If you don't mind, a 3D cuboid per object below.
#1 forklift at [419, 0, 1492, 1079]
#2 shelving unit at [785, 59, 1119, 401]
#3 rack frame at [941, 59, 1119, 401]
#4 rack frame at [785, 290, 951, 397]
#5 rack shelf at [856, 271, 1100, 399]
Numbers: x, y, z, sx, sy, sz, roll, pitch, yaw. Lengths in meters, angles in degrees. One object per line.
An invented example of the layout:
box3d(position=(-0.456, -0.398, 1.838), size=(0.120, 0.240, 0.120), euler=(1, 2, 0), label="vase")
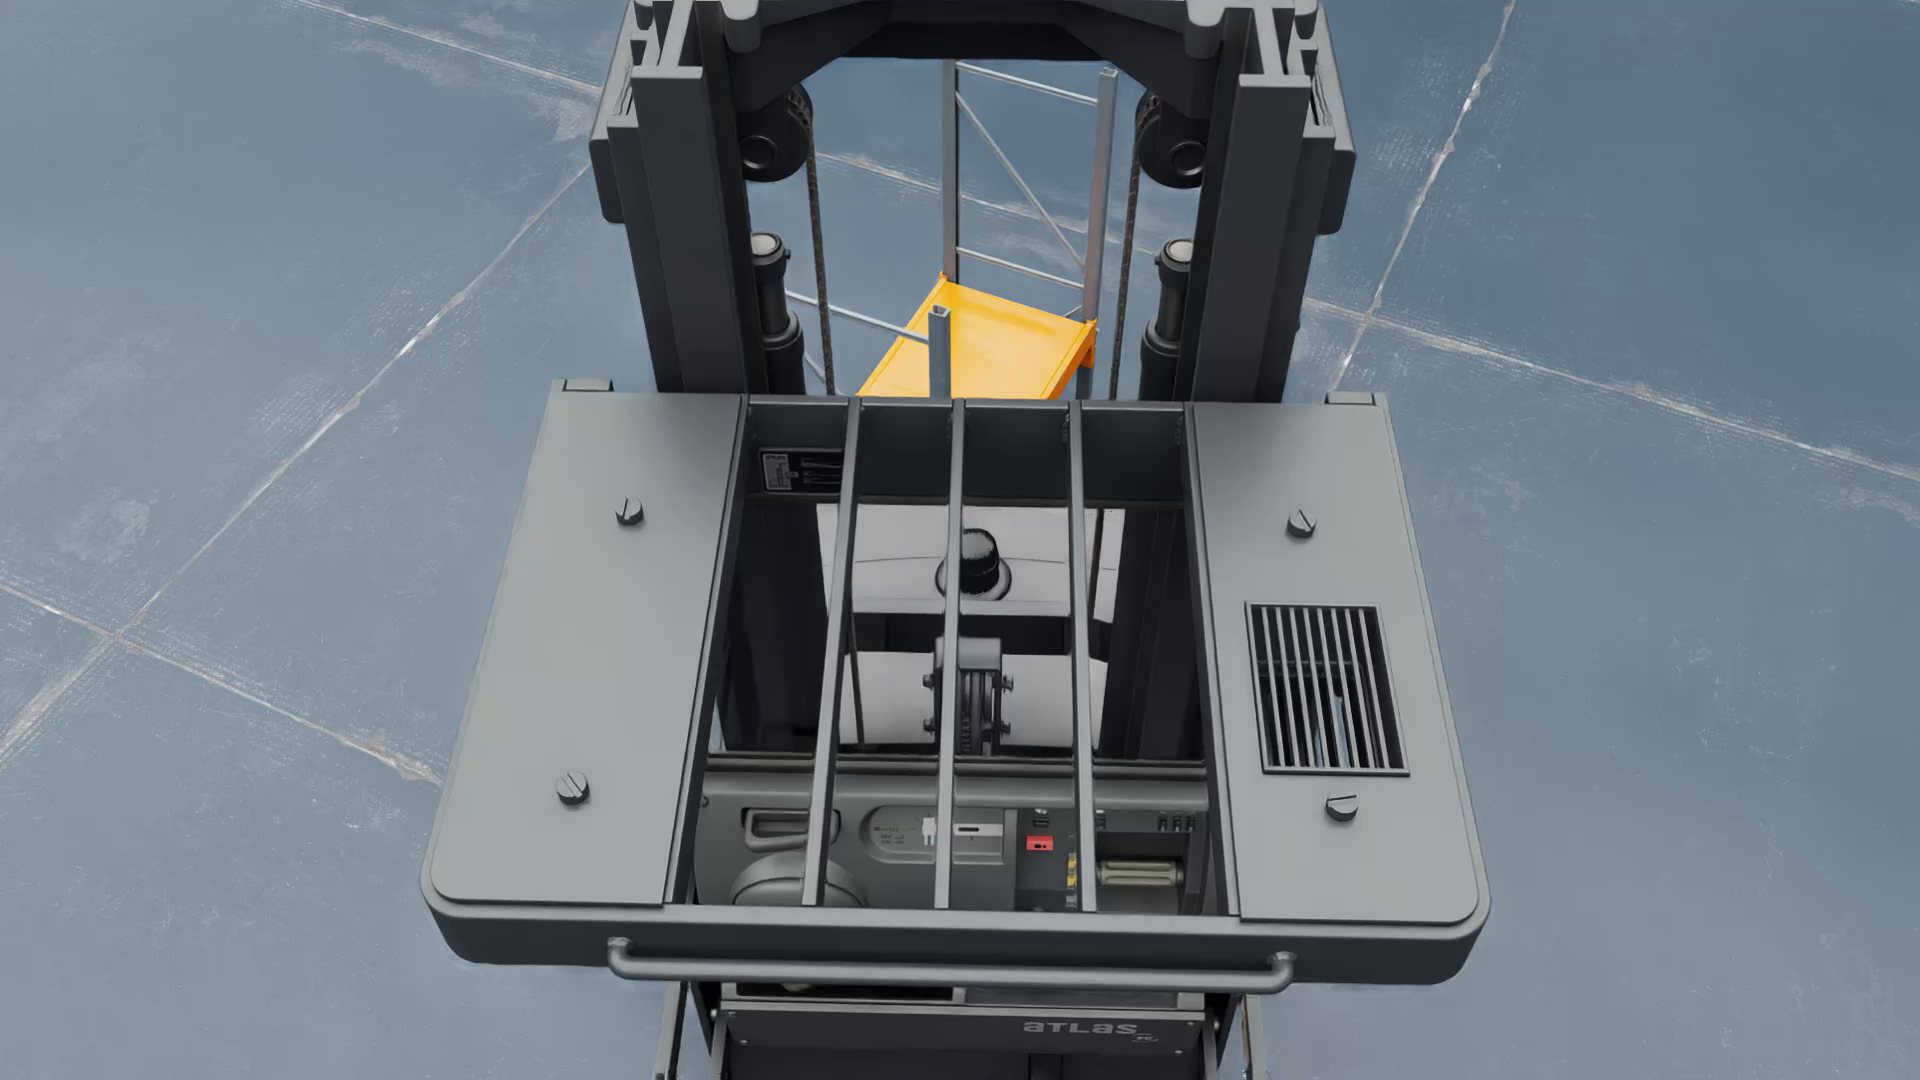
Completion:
box3d(position=(0.003, 0.698, 2.731), size=(1.130, 2.935, 3.031), euler=(1, 50, 1), label="forklift")
box3d(position=(-0.033, -0.458, 4.655), size=(0.587, 1.500, 1.083), euler=(20, 52, 16), label="shelving unit")
box3d(position=(0.180, -0.802, 4.948), size=(0.500, 1.500, 0.032), euler=(20, 52, 16), label="rack frame")
box3d(position=(-0.253, -0.102, 4.352), size=(0.500, 1.500, 0.032), euler=(20, 52, 16), label="rack frame")
box3d(position=(-0.036, -0.336, 4.787), size=(0.538, 0.185, 1.000), euler=(20, 52, 16), label="rack shelf")
